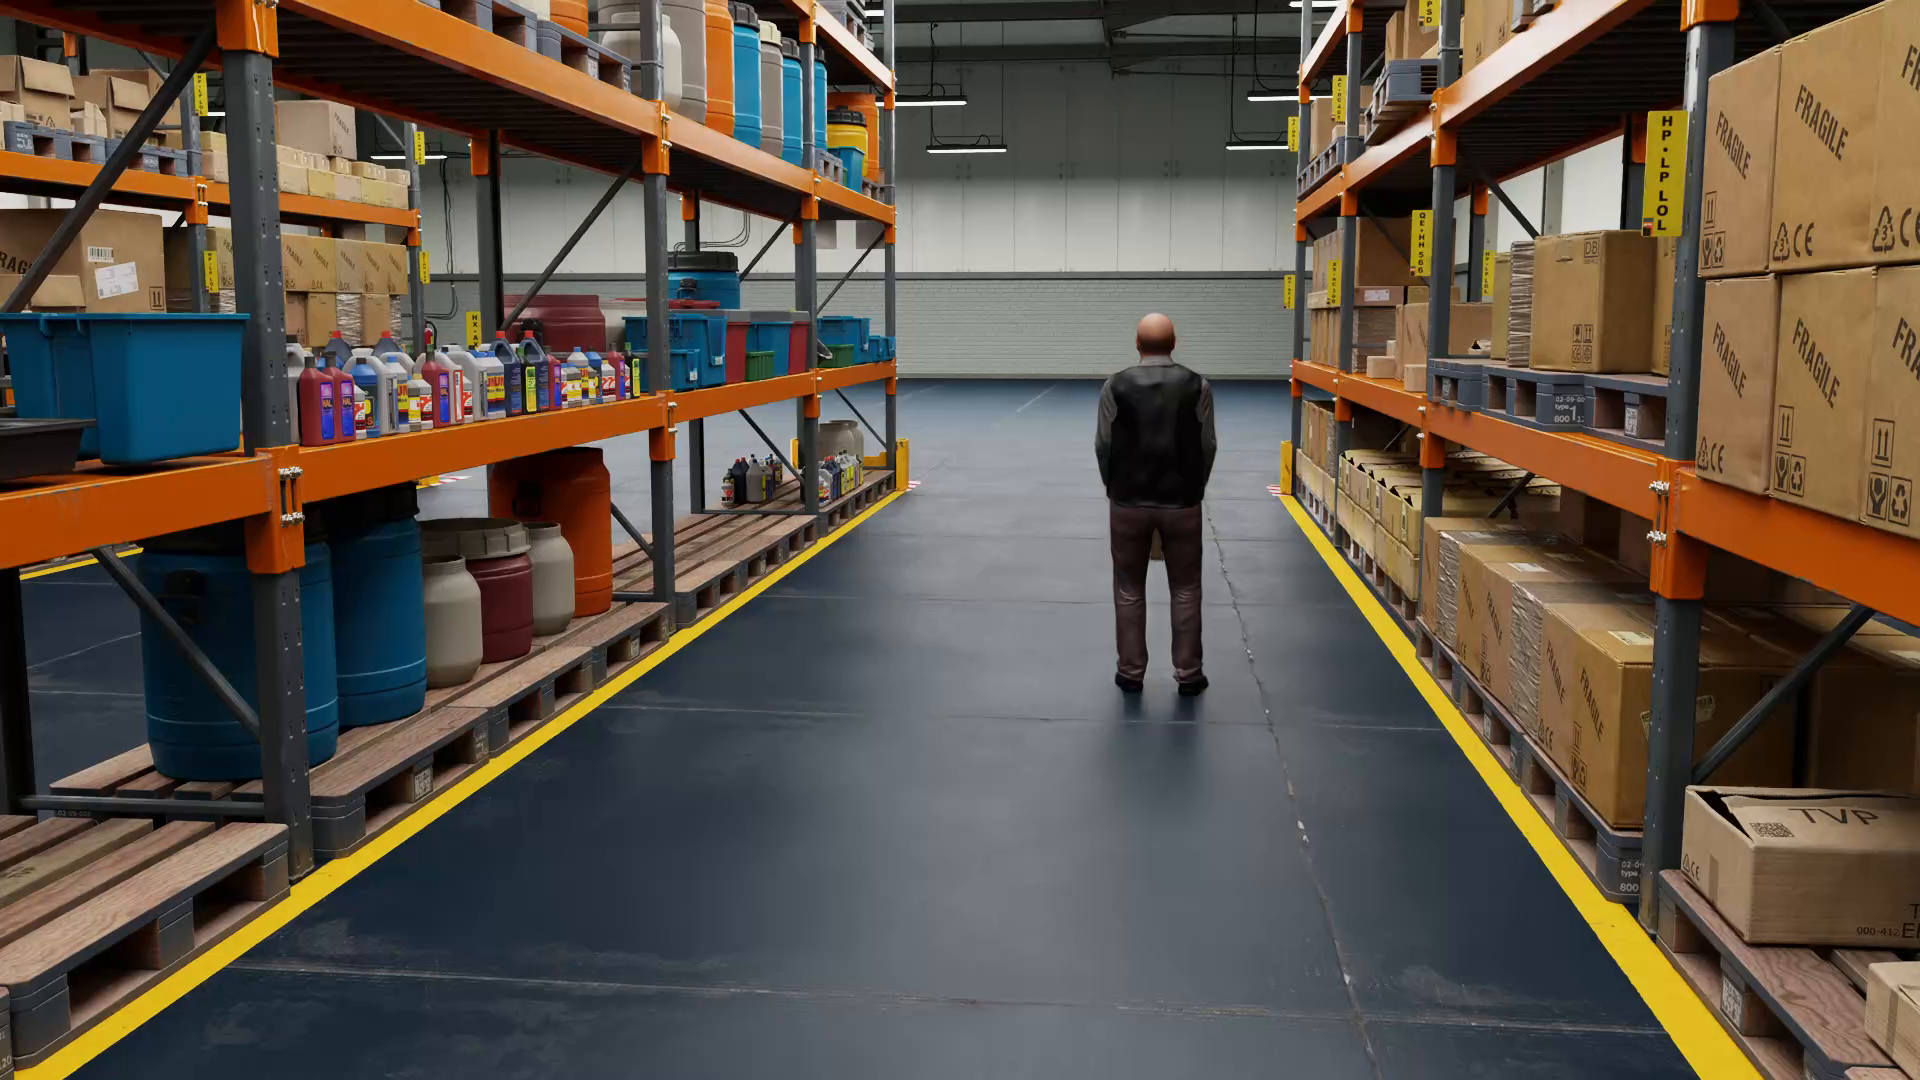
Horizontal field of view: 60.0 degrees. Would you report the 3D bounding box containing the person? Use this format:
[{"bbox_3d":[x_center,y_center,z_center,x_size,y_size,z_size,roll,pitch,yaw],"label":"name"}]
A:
[{"bbox_3d":[0.887,-0.162,7.585,0.551,1.727,0.470,1,8,5],"label":"person"}]
